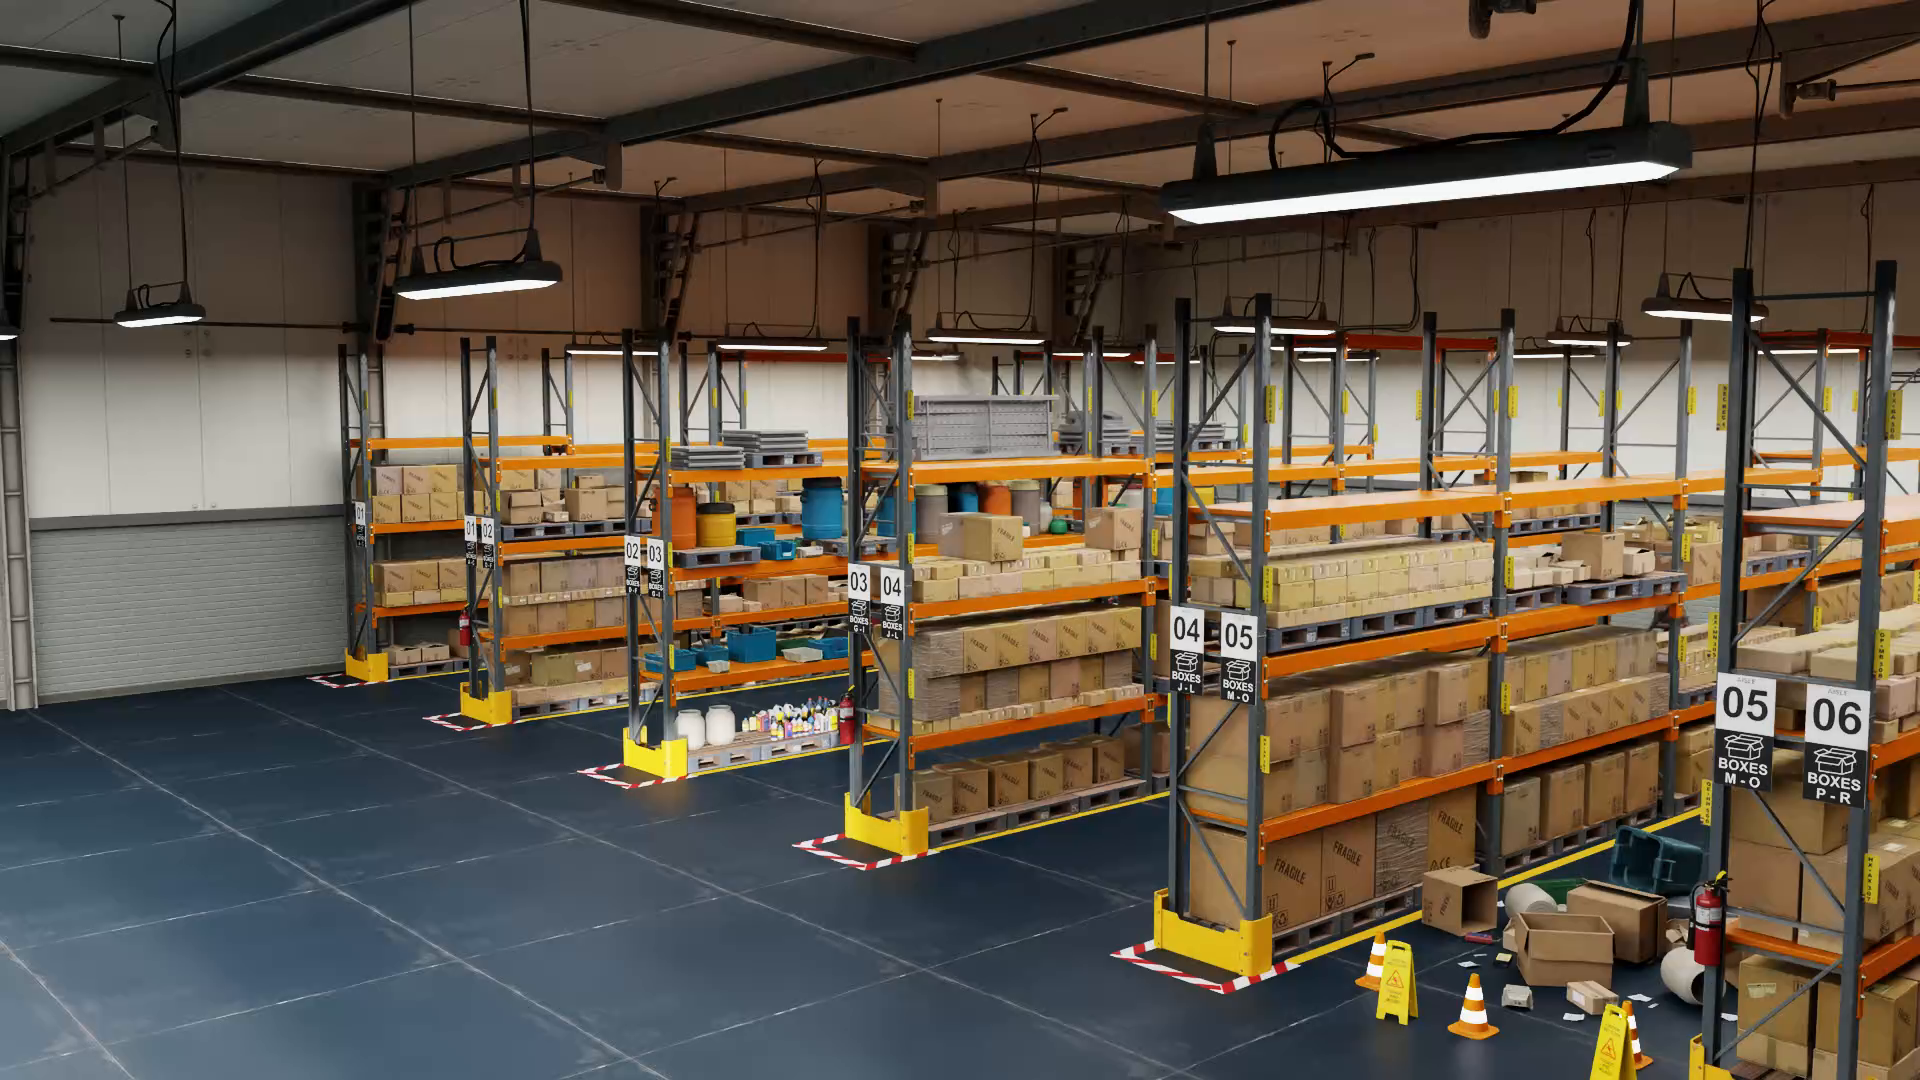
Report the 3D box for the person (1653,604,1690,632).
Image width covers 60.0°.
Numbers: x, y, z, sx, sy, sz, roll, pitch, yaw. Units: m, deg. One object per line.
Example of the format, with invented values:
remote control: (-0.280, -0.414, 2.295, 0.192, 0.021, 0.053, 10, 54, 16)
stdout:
person: (12.537, 1.717, 29.144, 0.881, 1.756, 0.814, -1, 5, -9)
